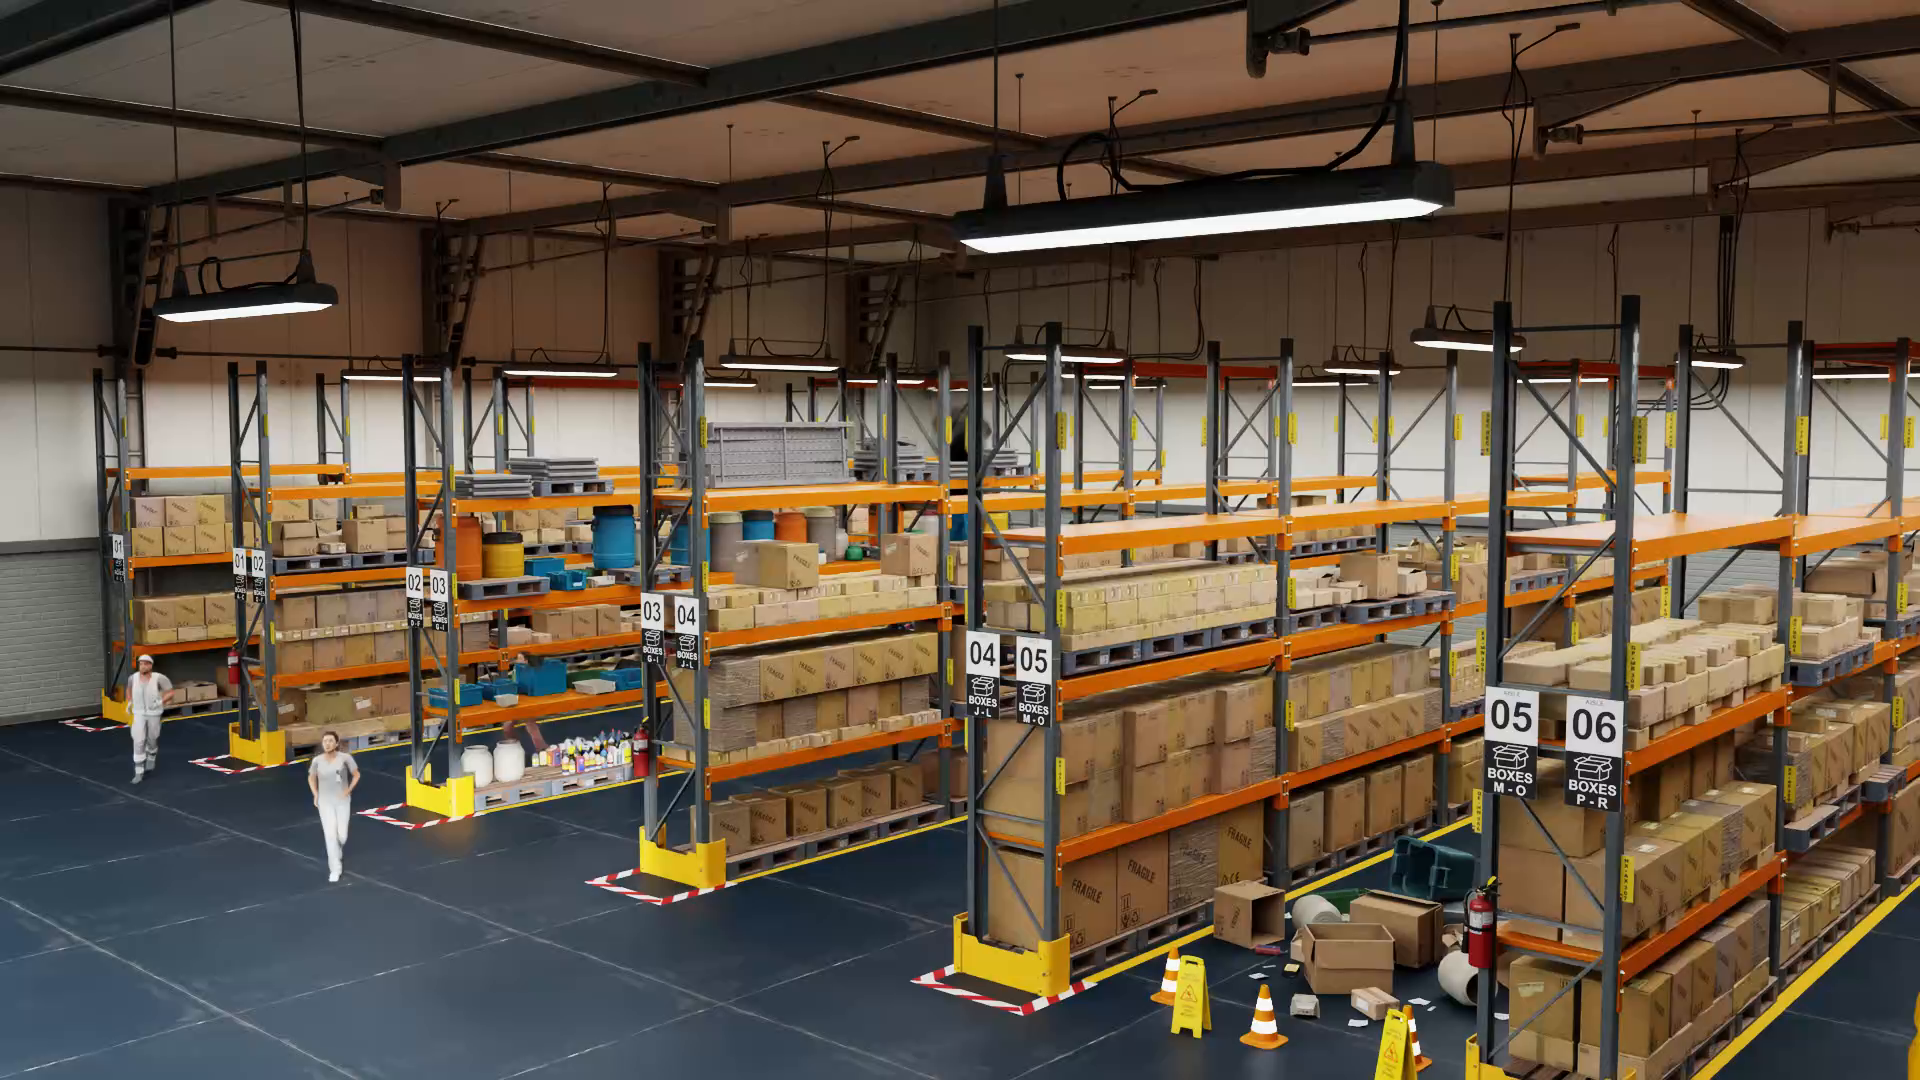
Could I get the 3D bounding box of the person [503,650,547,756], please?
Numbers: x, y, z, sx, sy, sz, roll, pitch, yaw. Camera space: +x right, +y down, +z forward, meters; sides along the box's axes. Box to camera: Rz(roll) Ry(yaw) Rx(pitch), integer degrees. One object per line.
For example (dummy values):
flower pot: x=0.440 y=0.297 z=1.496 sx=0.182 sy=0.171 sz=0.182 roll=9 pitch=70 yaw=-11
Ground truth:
person: x=-6.496 y=2.500 z=24.828 sx=0.549 sy=1.726 sz=0.756 roll=2 pitch=5 yaw=29

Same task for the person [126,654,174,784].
person: x=-11.600 y=2.529 z=23.846 sx=0.653 sy=1.828 sz=0.823 roll=-1 pitch=4 yaw=-15

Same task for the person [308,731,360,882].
person: x=-7.071 y=2.971 z=18.797 sx=0.564 sy=1.655 sz=0.710 roll=-1 pitch=4 yaw=-15
